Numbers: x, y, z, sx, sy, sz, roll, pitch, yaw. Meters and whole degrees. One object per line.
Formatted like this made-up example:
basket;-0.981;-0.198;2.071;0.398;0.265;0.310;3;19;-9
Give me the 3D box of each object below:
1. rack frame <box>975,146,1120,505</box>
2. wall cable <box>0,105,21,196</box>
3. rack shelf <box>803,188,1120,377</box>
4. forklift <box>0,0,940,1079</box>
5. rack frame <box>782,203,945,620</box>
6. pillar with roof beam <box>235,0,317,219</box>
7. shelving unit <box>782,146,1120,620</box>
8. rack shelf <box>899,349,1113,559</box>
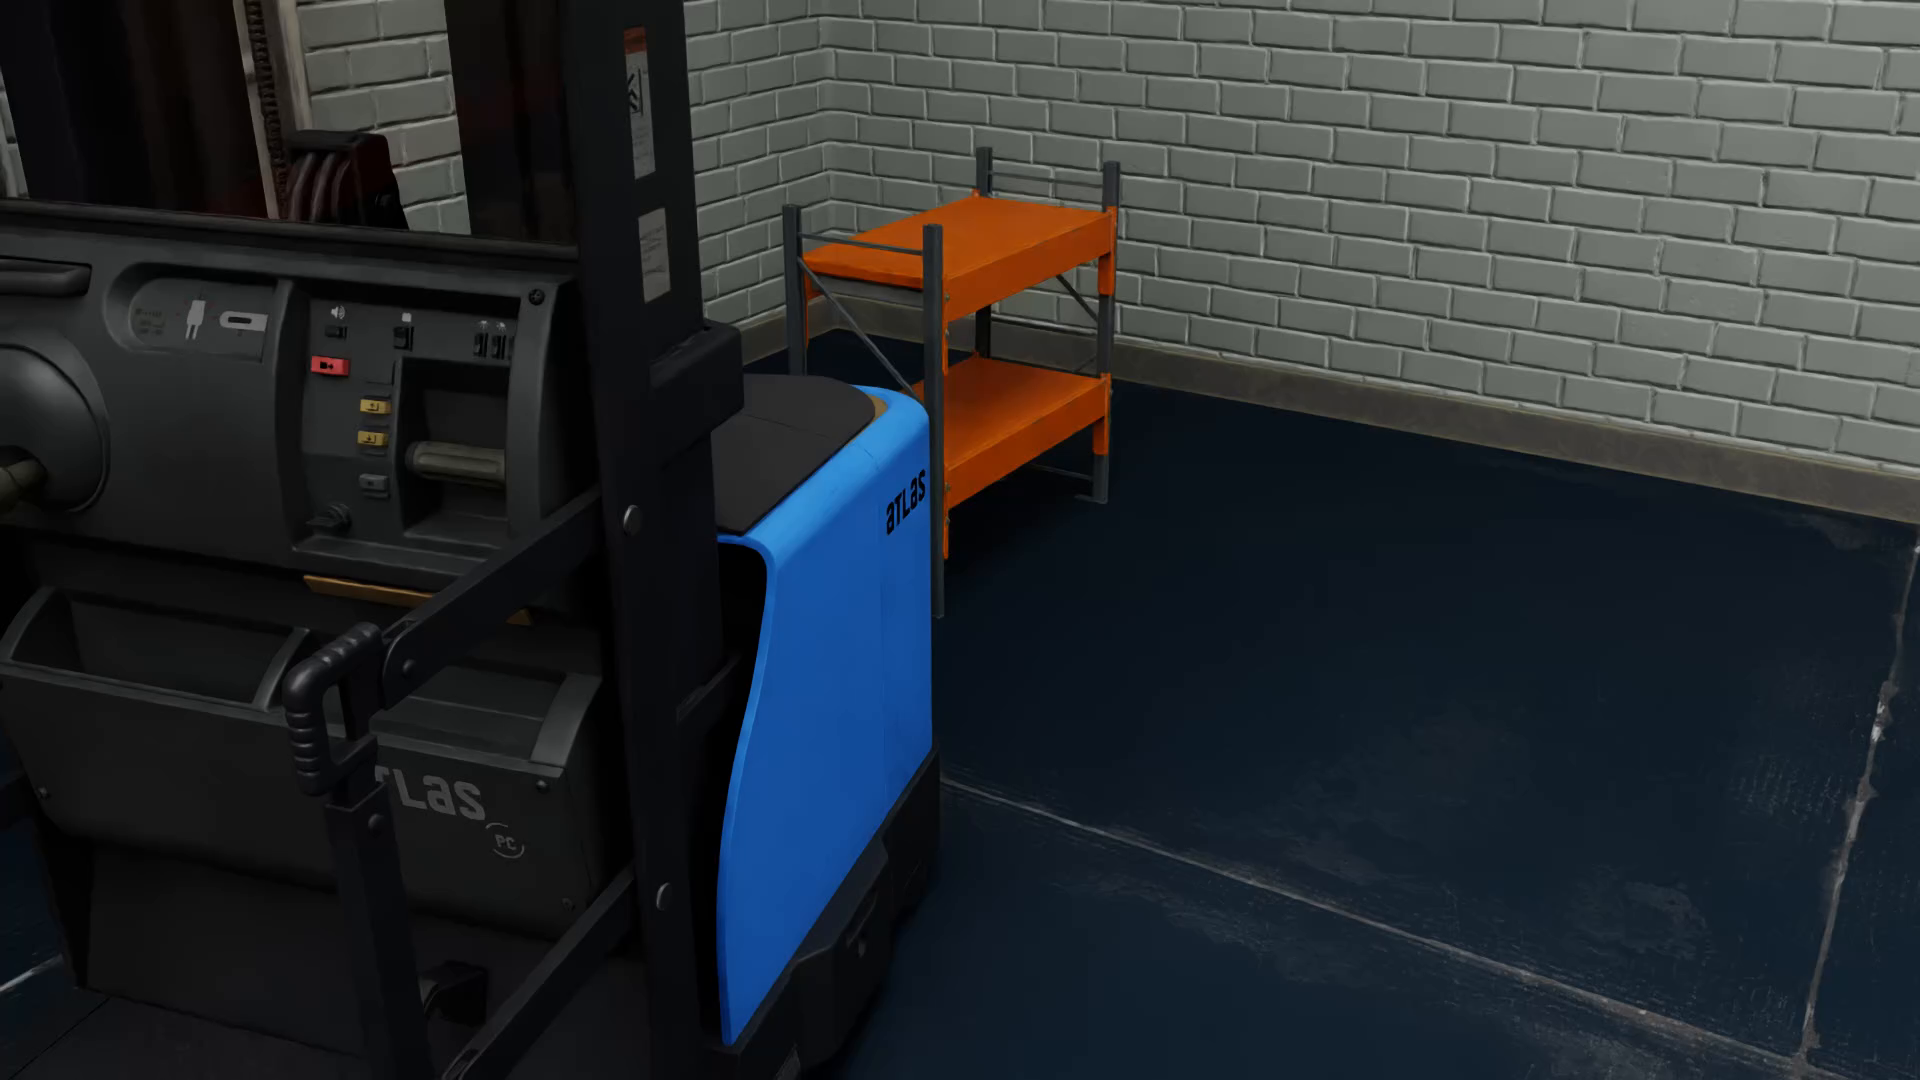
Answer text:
rack frame;0.272;-0.690;5.428;0.500;1.125;0.032;14;27;29
wall cable;-2.839;-1.301;3.200;0.084;1.984;1.851;14;27;29
rack shelf;0.004;-0.787;4.916;0.538;0.278;1.000;14;27;29
forklift;-0.987;-0.153;1.914;1.130;2.935;3.031;7;24;17
rack frame;-0.265;-0.347;4.635;0.500;1.125;0.032;14;27;29
pillar with roof beam;1.636;-3.147;1.193;9.100;9.000;0.400;14;27;29
shelving unit;0.004;-0.518;5.032;0.538;1.125;1.048;14;27;29
rack shelf;0.004;-0.294;5.129;0.538;0.278;1.000;14;27;29
